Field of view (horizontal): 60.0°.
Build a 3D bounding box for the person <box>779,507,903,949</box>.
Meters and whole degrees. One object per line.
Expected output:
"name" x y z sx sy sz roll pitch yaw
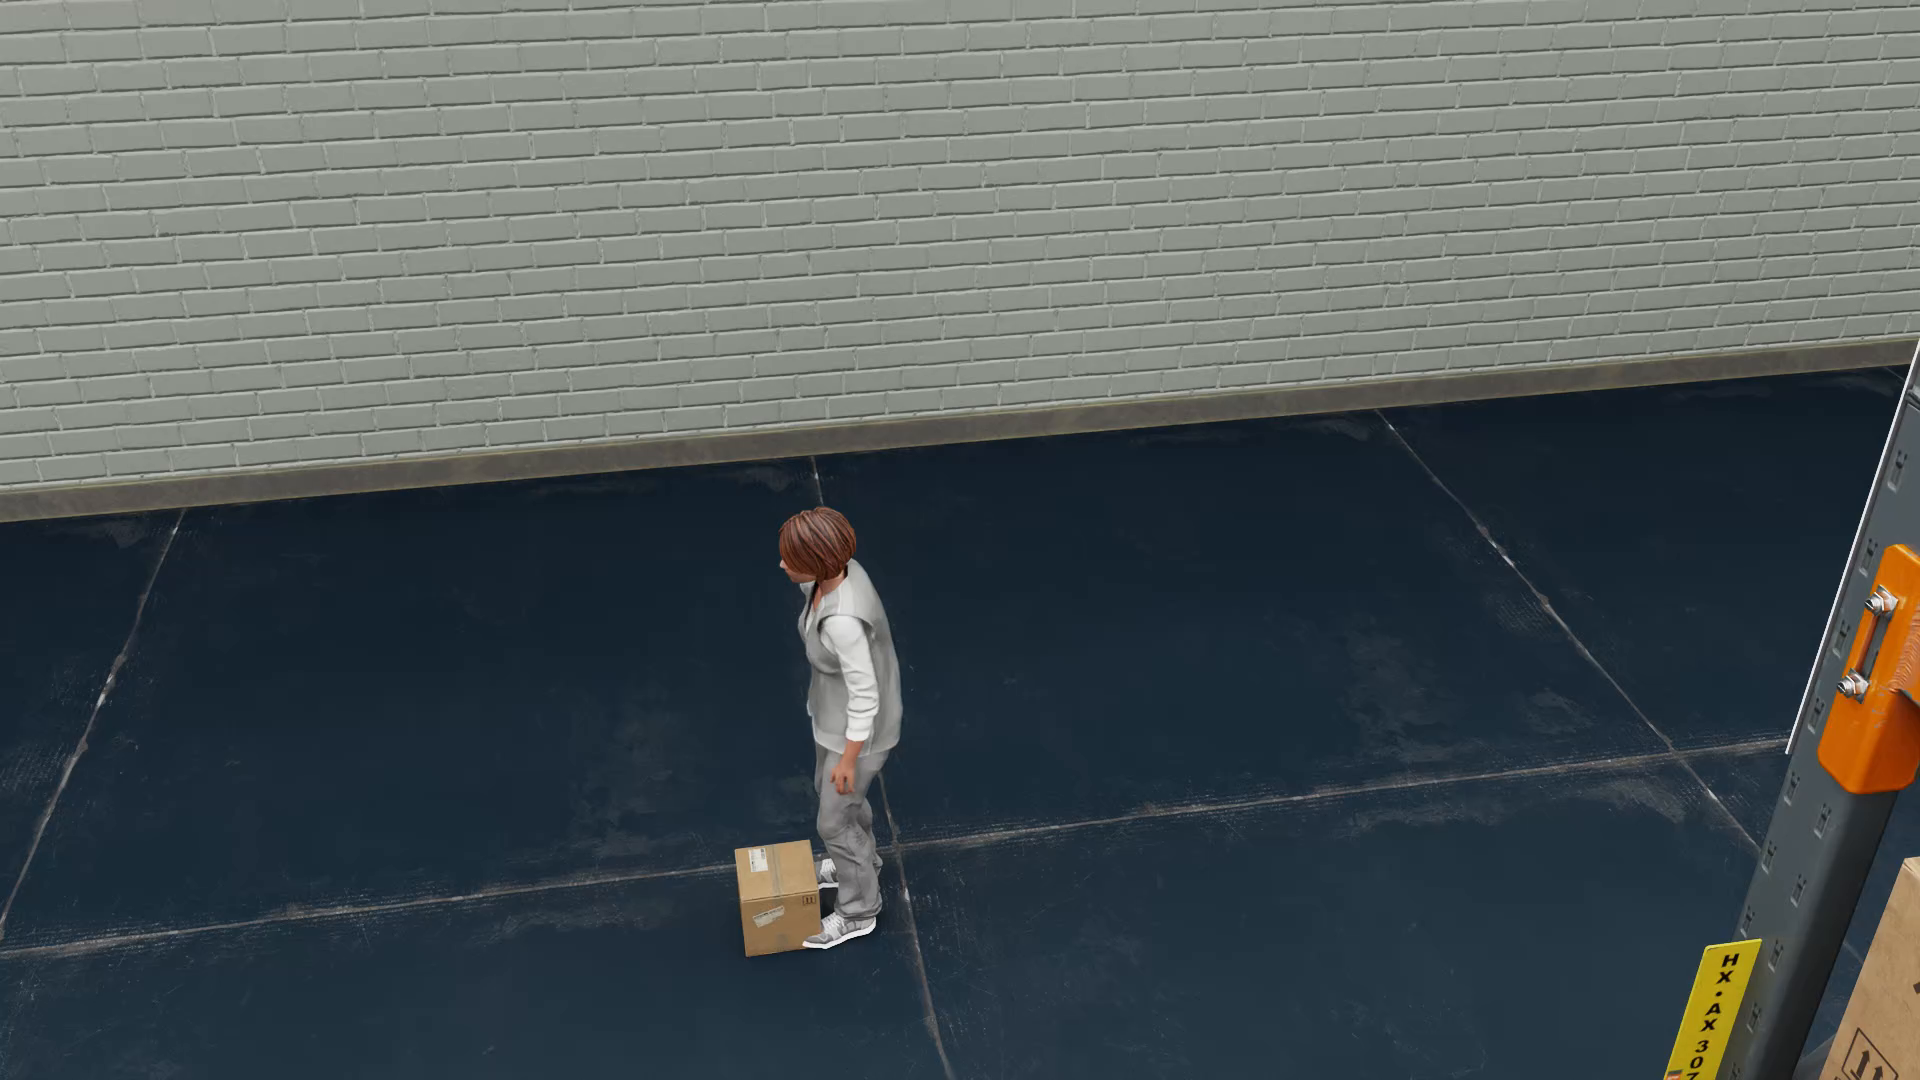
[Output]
"person" -0.376 0.582 5.178 0.371 1.594 0.485 -7 32 -11
